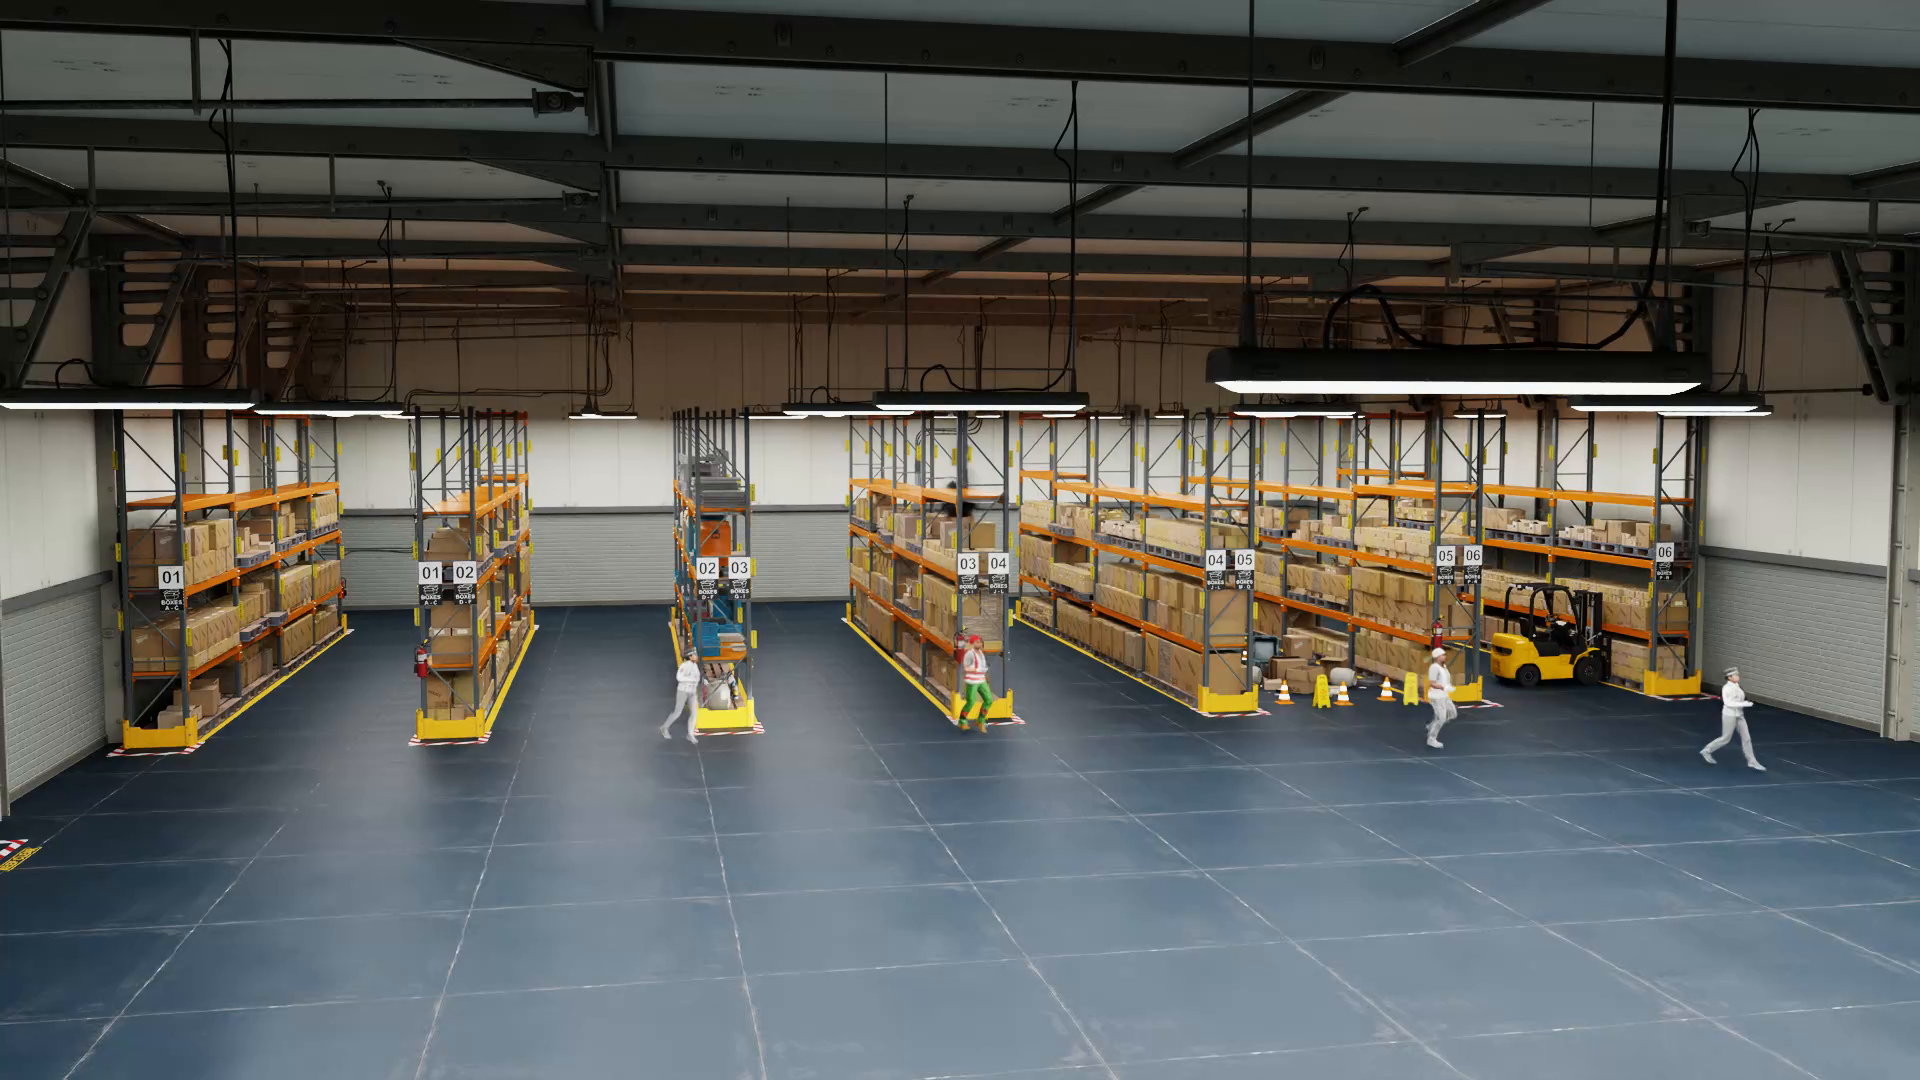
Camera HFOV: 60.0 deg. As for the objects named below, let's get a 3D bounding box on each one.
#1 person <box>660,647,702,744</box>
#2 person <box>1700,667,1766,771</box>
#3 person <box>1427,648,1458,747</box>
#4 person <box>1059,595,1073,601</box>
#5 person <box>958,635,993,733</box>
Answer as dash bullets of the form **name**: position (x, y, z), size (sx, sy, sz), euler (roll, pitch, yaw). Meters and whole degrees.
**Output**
- **person**: position (-4.895, 2.755, 29.891), size (0.860, 1.670, 0.626), euler (3, 5, 33)
- **person**: position (12.760, 2.911, 27.391), size (0.623, 1.675, 0.992), euler (-4, 6, -43)
- **person**: position (8.481, 2.766, 29.229), size (0.544, 1.744, 0.739), euler (3, 5, 33)
- **person**: position (3.267, 1.374, 50.122), size (0.592, 1.618, 0.602), euler (0, 4, -5)
- **person**: position (0.298, 2.662, 30.597), size (0.720, 1.842, 0.633), euler (4, 5, 41)
